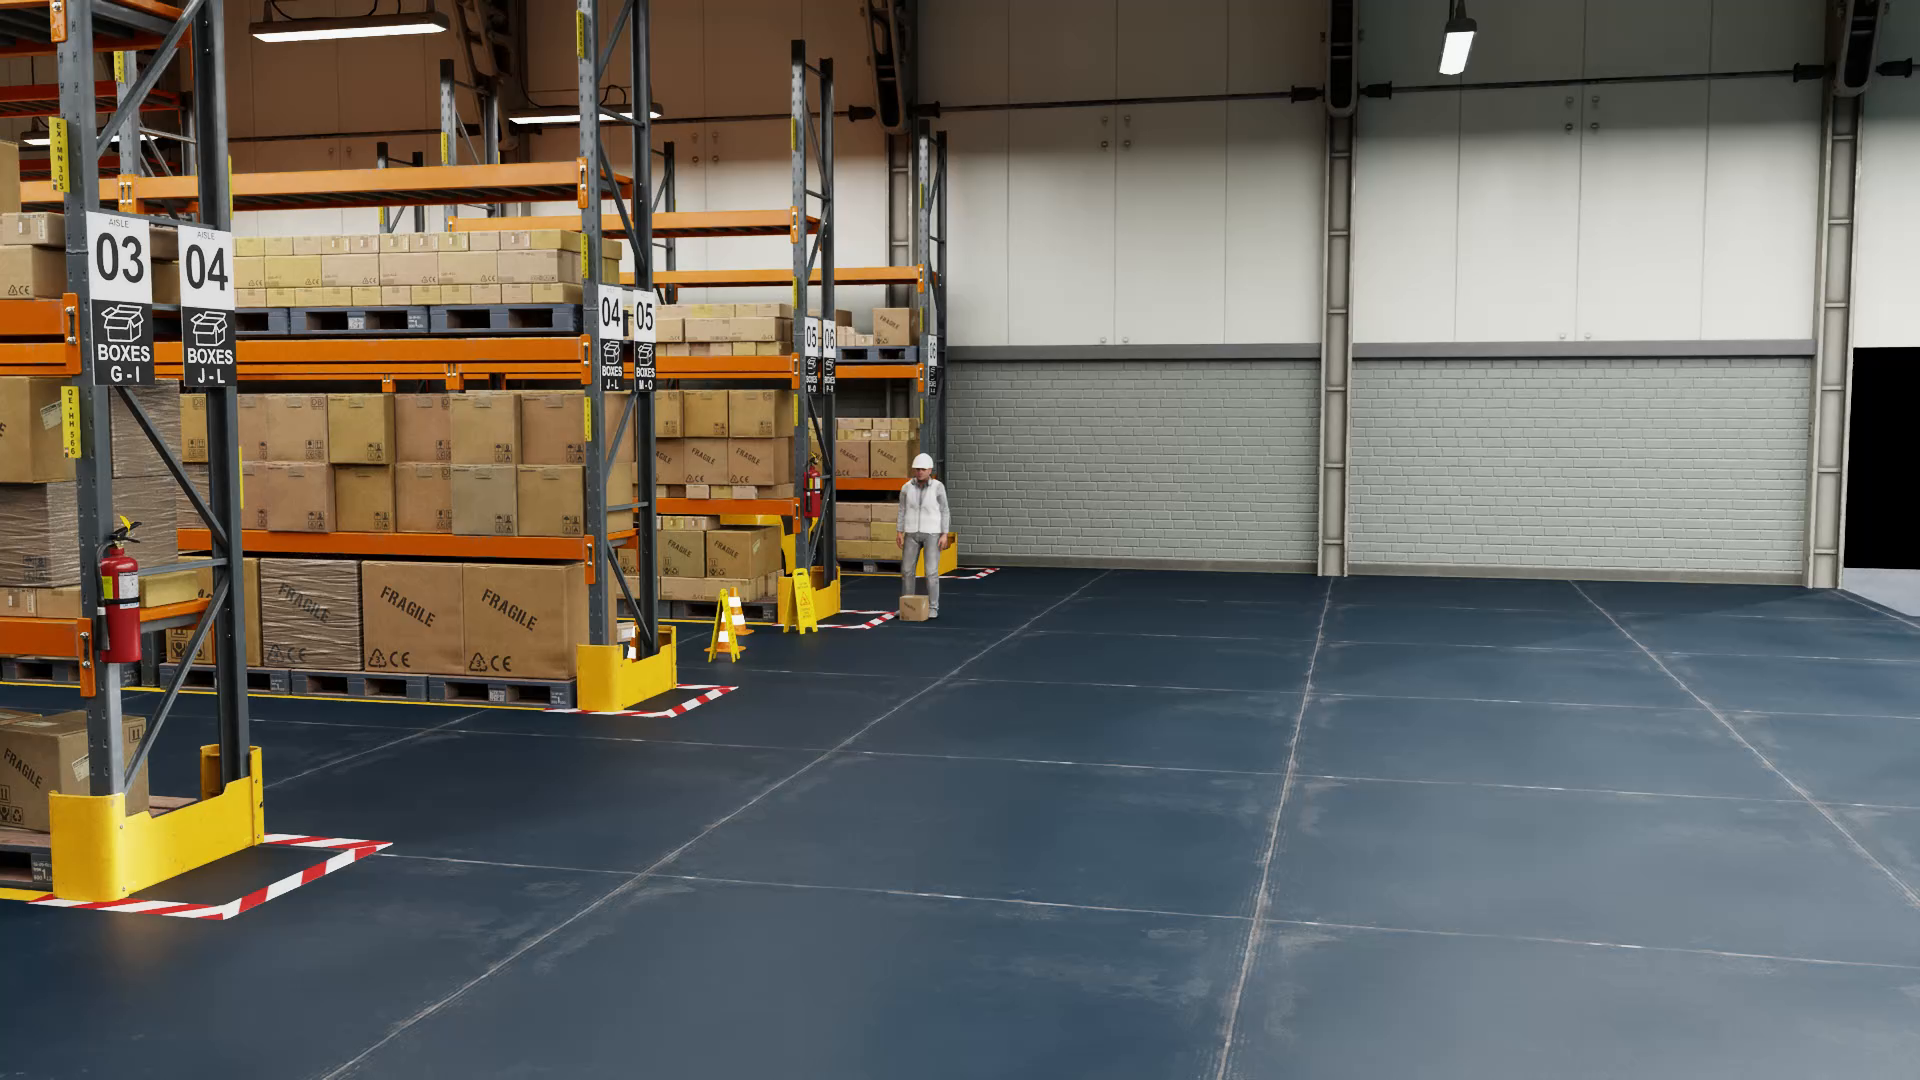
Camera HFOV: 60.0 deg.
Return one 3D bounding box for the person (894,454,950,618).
[{"bbox_3d":[-0.406,-0.051,17.969,0.590,1.770,0.465,1,5,15],"label":"person"}]
